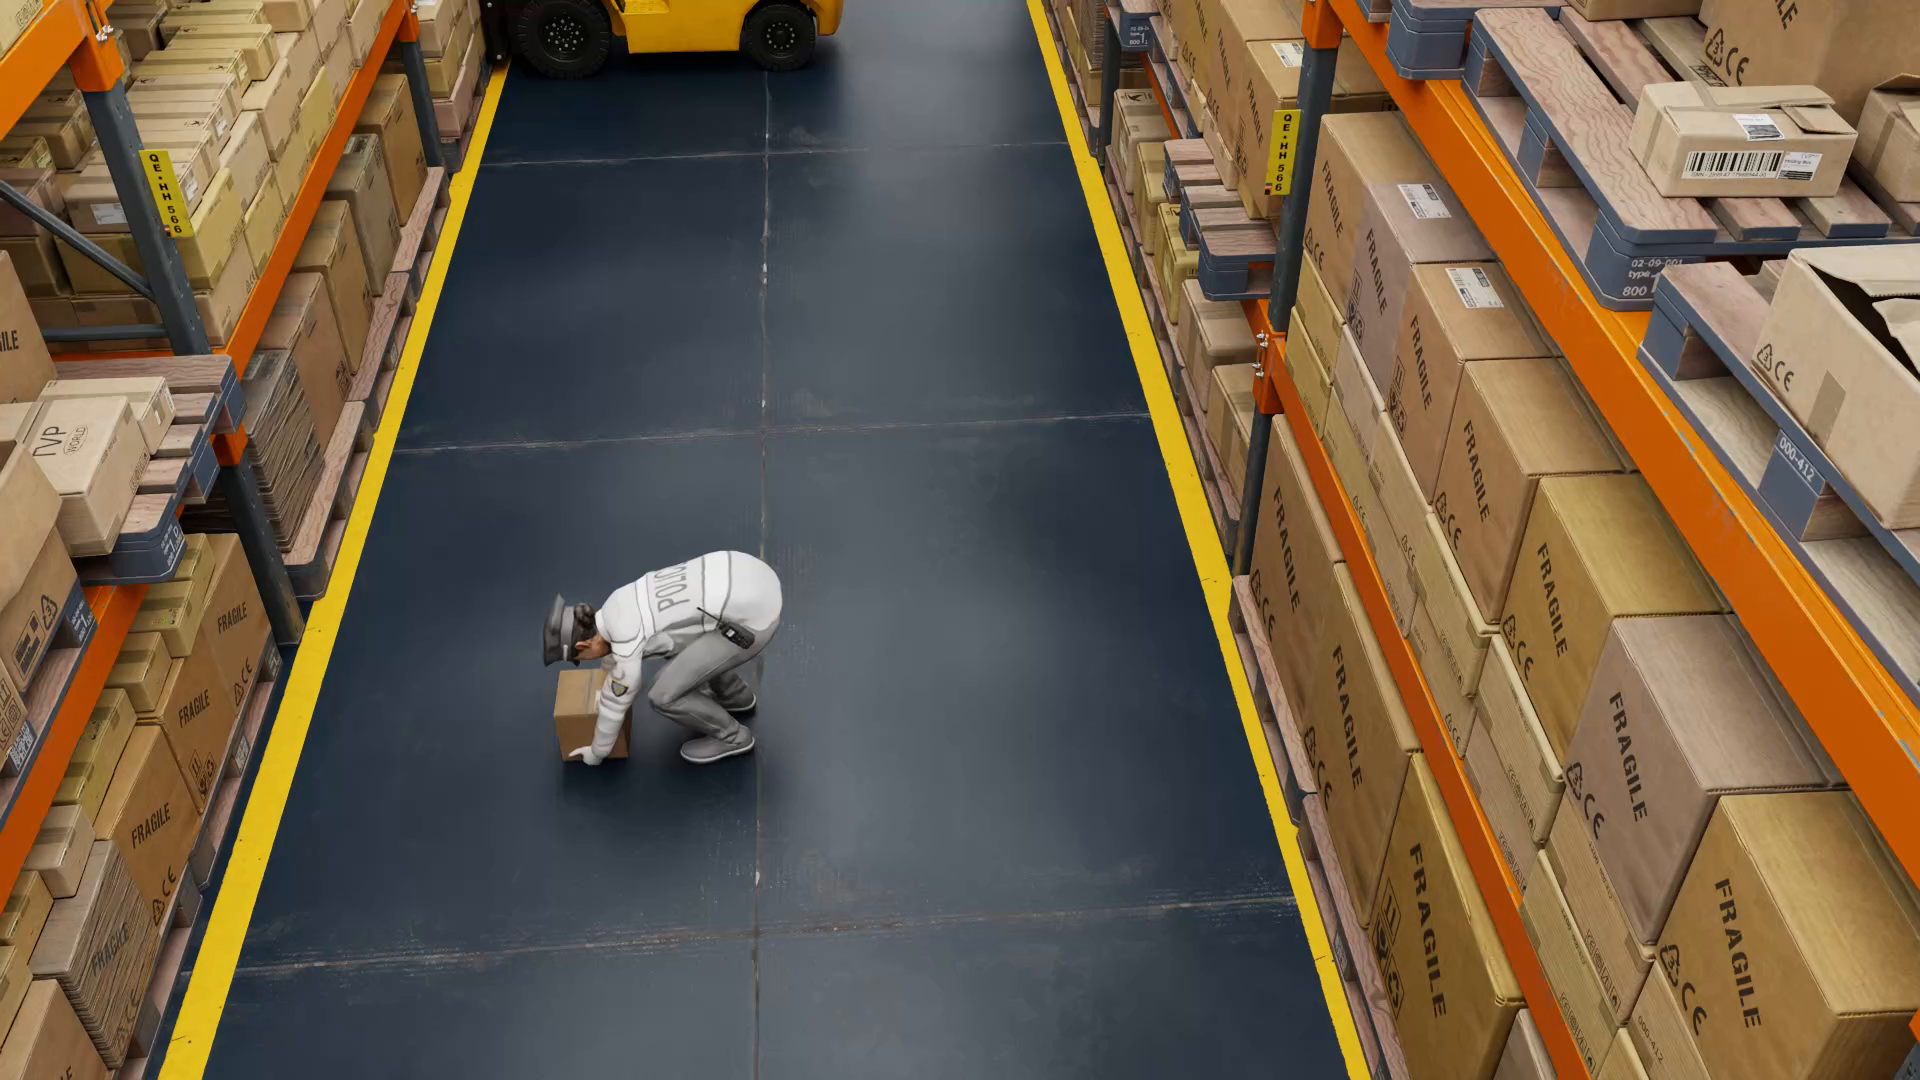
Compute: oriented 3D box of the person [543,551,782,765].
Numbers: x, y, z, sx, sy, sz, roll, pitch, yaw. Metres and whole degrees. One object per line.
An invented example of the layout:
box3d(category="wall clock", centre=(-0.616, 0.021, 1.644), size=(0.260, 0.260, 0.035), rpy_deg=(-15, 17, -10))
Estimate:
box3d(category="person", centre=(-1.105, 0.457, 6.290), size=(0.898, 0.822, 0.469), rpy_deg=(-5, 40, -6))
